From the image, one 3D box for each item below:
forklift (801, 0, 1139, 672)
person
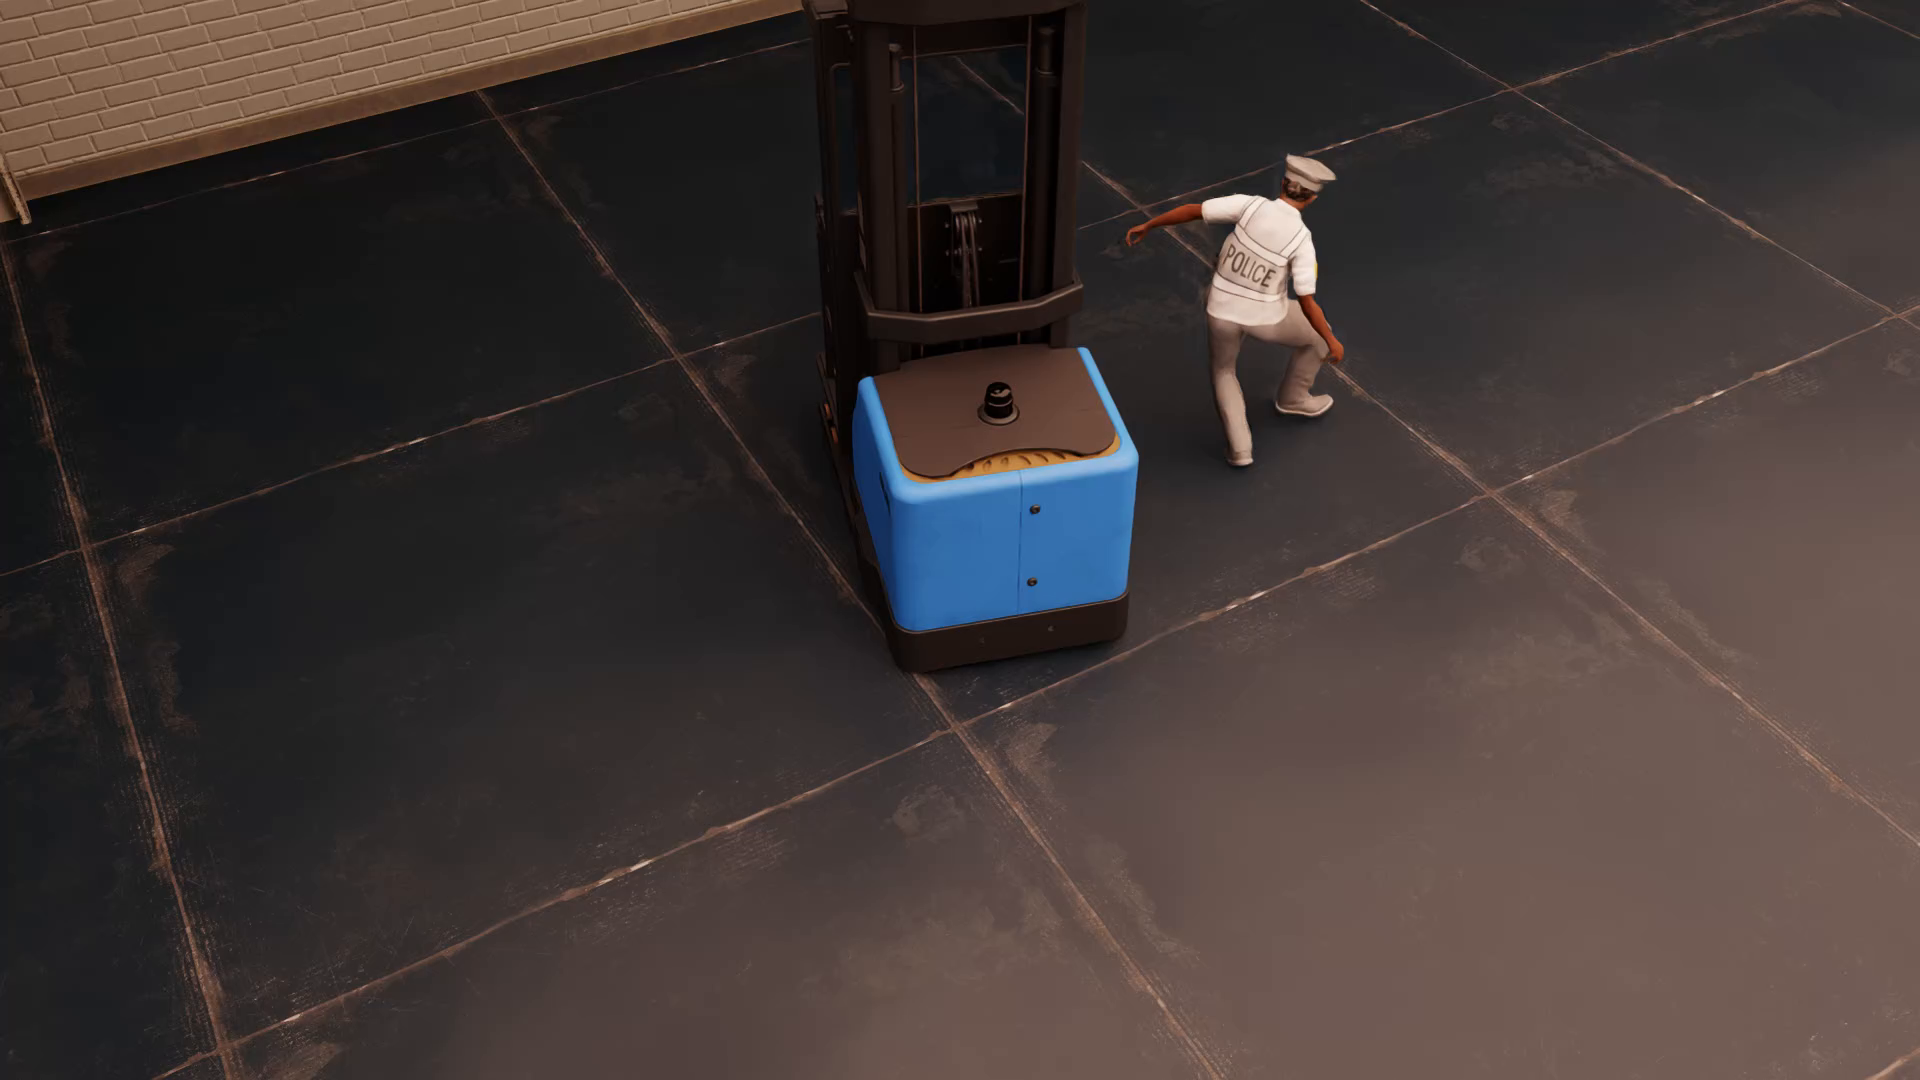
[{"bbox_3d":[-0.095,-1.523,7.340,1.130,2.935,3.031,-9,44,-10],"label":"forklift"},{"bbox_3d":[1.329,-1.116,8.009,1.116,1.580,0.634,19,46,19],"label":"person"}]
